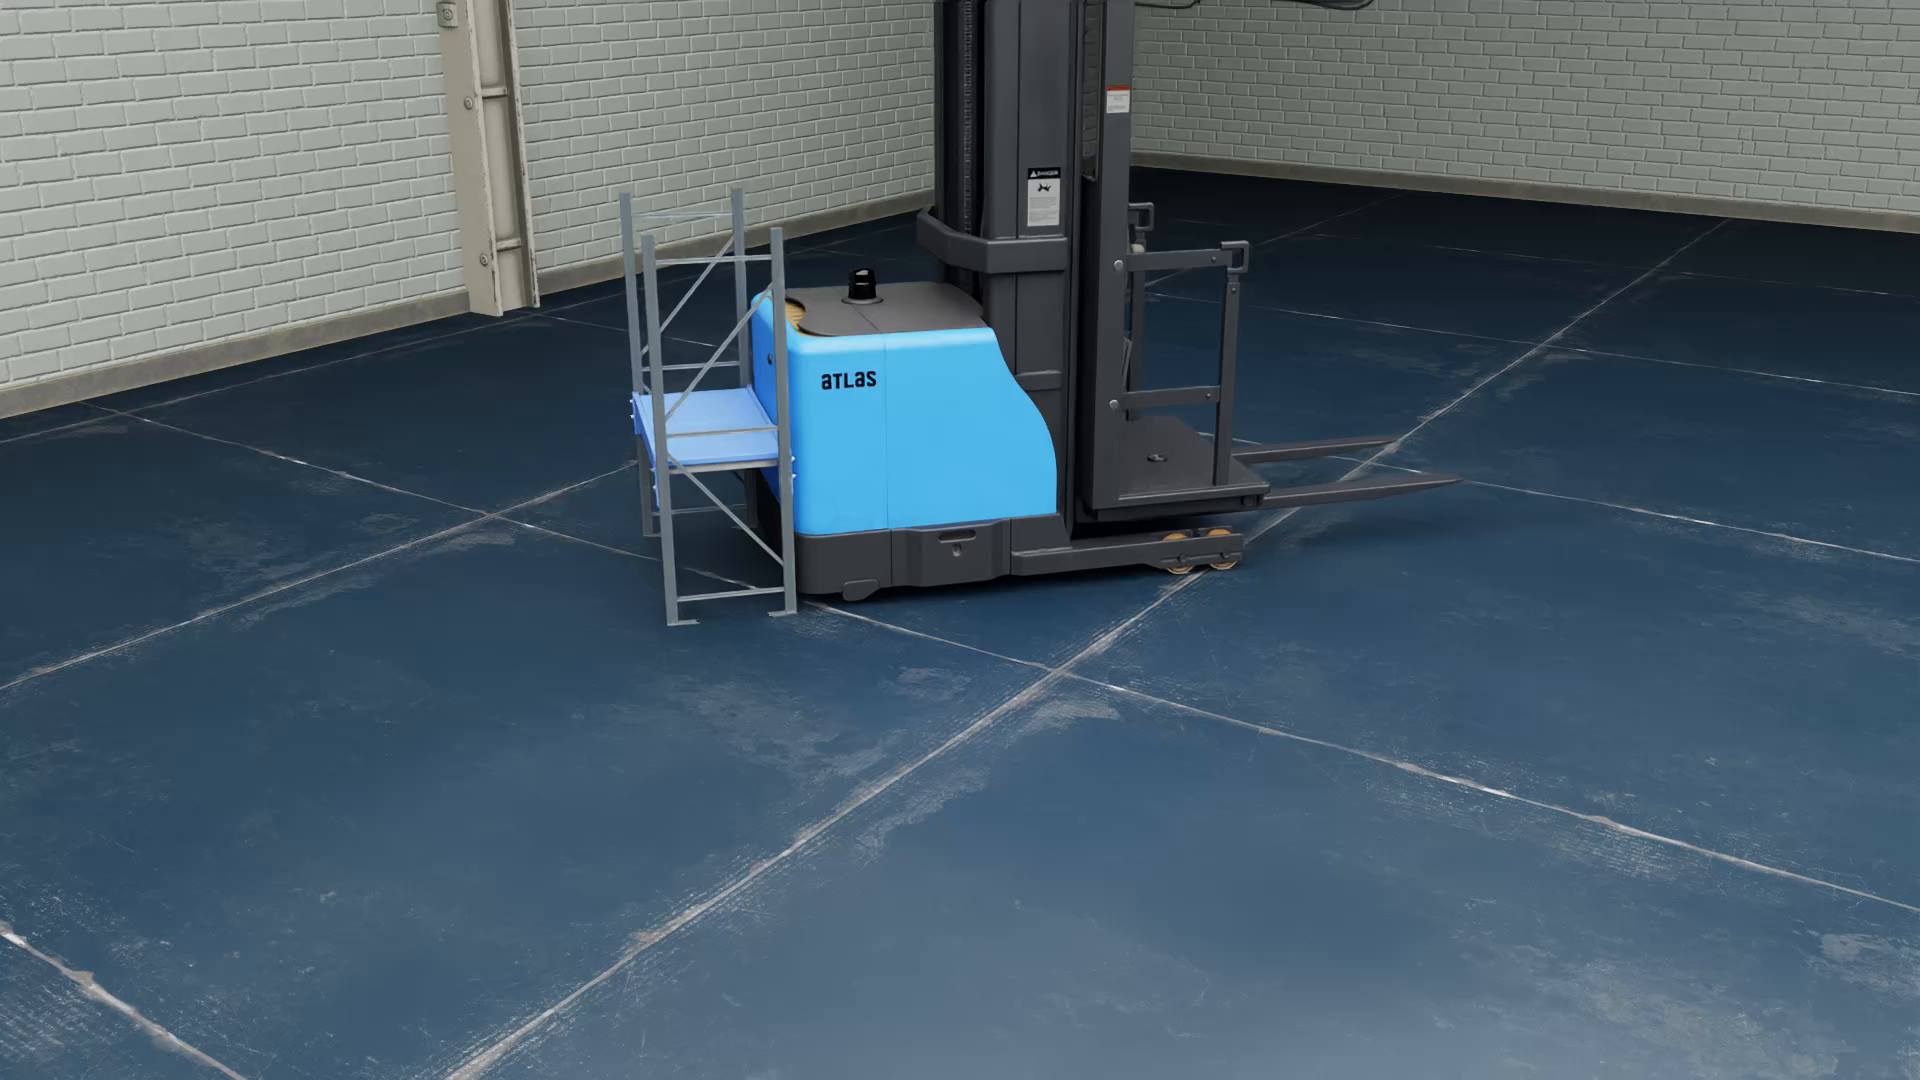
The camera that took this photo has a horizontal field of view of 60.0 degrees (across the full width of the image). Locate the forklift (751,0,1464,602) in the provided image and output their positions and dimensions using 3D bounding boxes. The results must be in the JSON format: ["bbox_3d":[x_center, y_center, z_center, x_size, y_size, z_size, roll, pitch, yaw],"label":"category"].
[{"bbox_3d":[0.682,-1.403,6.832,3.031,2.935,1.130,-6,21,-15],"label":"forklift"}]

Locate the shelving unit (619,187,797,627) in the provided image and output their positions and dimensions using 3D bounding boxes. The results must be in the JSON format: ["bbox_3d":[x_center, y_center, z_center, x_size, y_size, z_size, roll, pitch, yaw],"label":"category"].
[{"bbox_3d":[-1.015,-0.568,6.638,0.538,1.500,1.048,-5,21,-14],"label":"shelving unit"}]

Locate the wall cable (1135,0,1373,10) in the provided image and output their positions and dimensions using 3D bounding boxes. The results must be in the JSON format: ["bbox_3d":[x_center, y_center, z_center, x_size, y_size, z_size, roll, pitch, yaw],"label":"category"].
[{"bbox_3d":[2.932,-6.693,16.864,3.097,2.526,0.112,13,24,32],"label":"wall cable"}]

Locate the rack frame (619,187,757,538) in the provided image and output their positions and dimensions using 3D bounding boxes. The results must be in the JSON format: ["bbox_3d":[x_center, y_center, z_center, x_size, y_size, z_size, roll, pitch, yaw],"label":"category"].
[{"bbox_3d":[-1.148,-0.738,7.098,0.500,1.500,0.032,-5,21,-14],"label":"rack frame"}]

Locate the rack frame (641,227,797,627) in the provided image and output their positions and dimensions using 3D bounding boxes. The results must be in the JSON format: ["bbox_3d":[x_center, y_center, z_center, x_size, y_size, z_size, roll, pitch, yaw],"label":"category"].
[{"bbox_3d":[-0.882,-0.397,6.178,0.500,1.500,0.032,-5,21,-14],"label":"rack frame"}]

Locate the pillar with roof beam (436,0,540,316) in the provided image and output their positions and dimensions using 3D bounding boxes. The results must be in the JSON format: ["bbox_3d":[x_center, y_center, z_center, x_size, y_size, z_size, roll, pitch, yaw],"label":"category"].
[{"bbox_3d":[0.370,-5.001,7.814,9.100,9.000,0.400,13,24,32],"label":"pillar with roof beam"}]

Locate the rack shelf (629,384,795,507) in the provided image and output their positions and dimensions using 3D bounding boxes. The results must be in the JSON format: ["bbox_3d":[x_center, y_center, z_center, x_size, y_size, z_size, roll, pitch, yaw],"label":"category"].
[{"bbox_3d":[-1.015,-0.399,6.700,0.538,0.185,1.000,-5,21,-14],"label":"rack shelf"}]
